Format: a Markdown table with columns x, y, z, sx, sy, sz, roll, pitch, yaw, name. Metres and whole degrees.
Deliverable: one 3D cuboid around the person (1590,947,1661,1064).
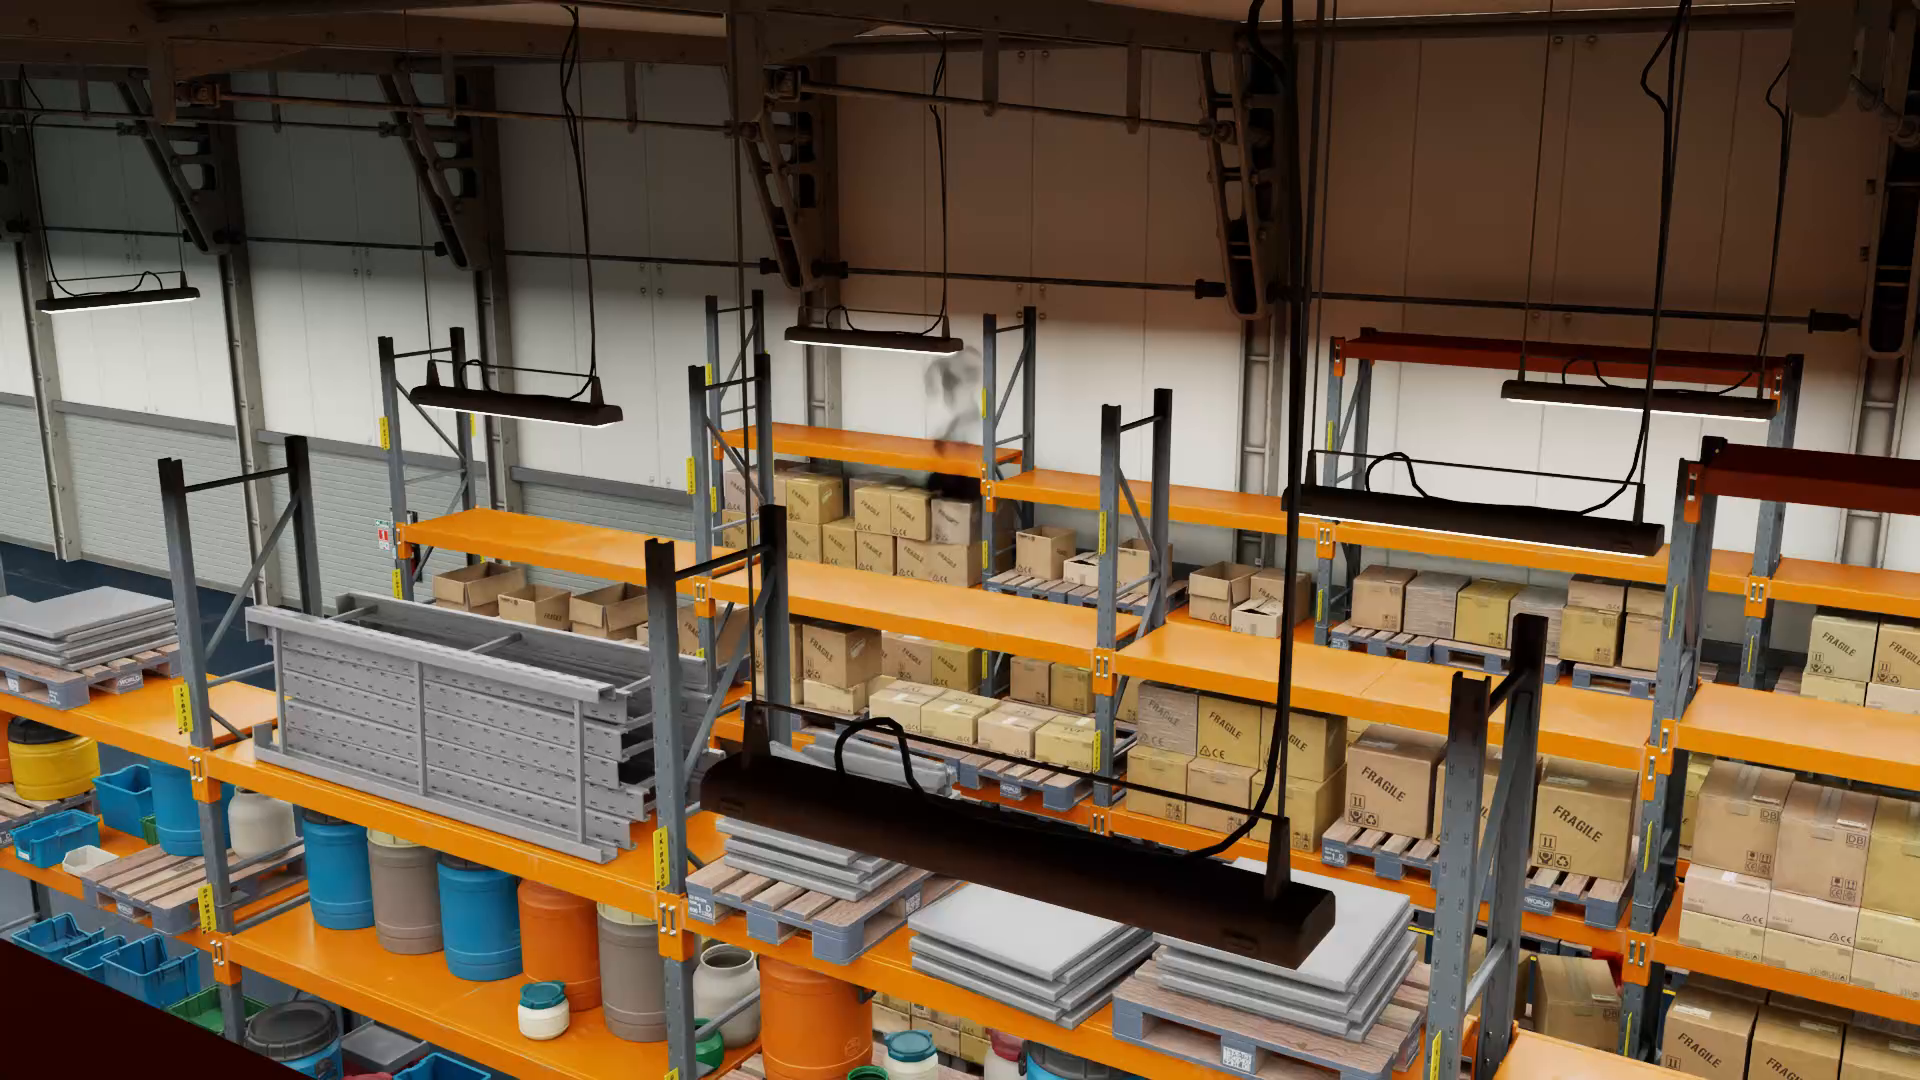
| x | y | z | sx | sy | sz | roll | pitch | yaw | name |
| --- | --- | --- | --- | --- | --- | --- | --- | --- | --- |
| 5.537 | 3.903 | 14.031 | 0.814 | 1.735 | 0.672 | 6 | 15 | 22 | person |
